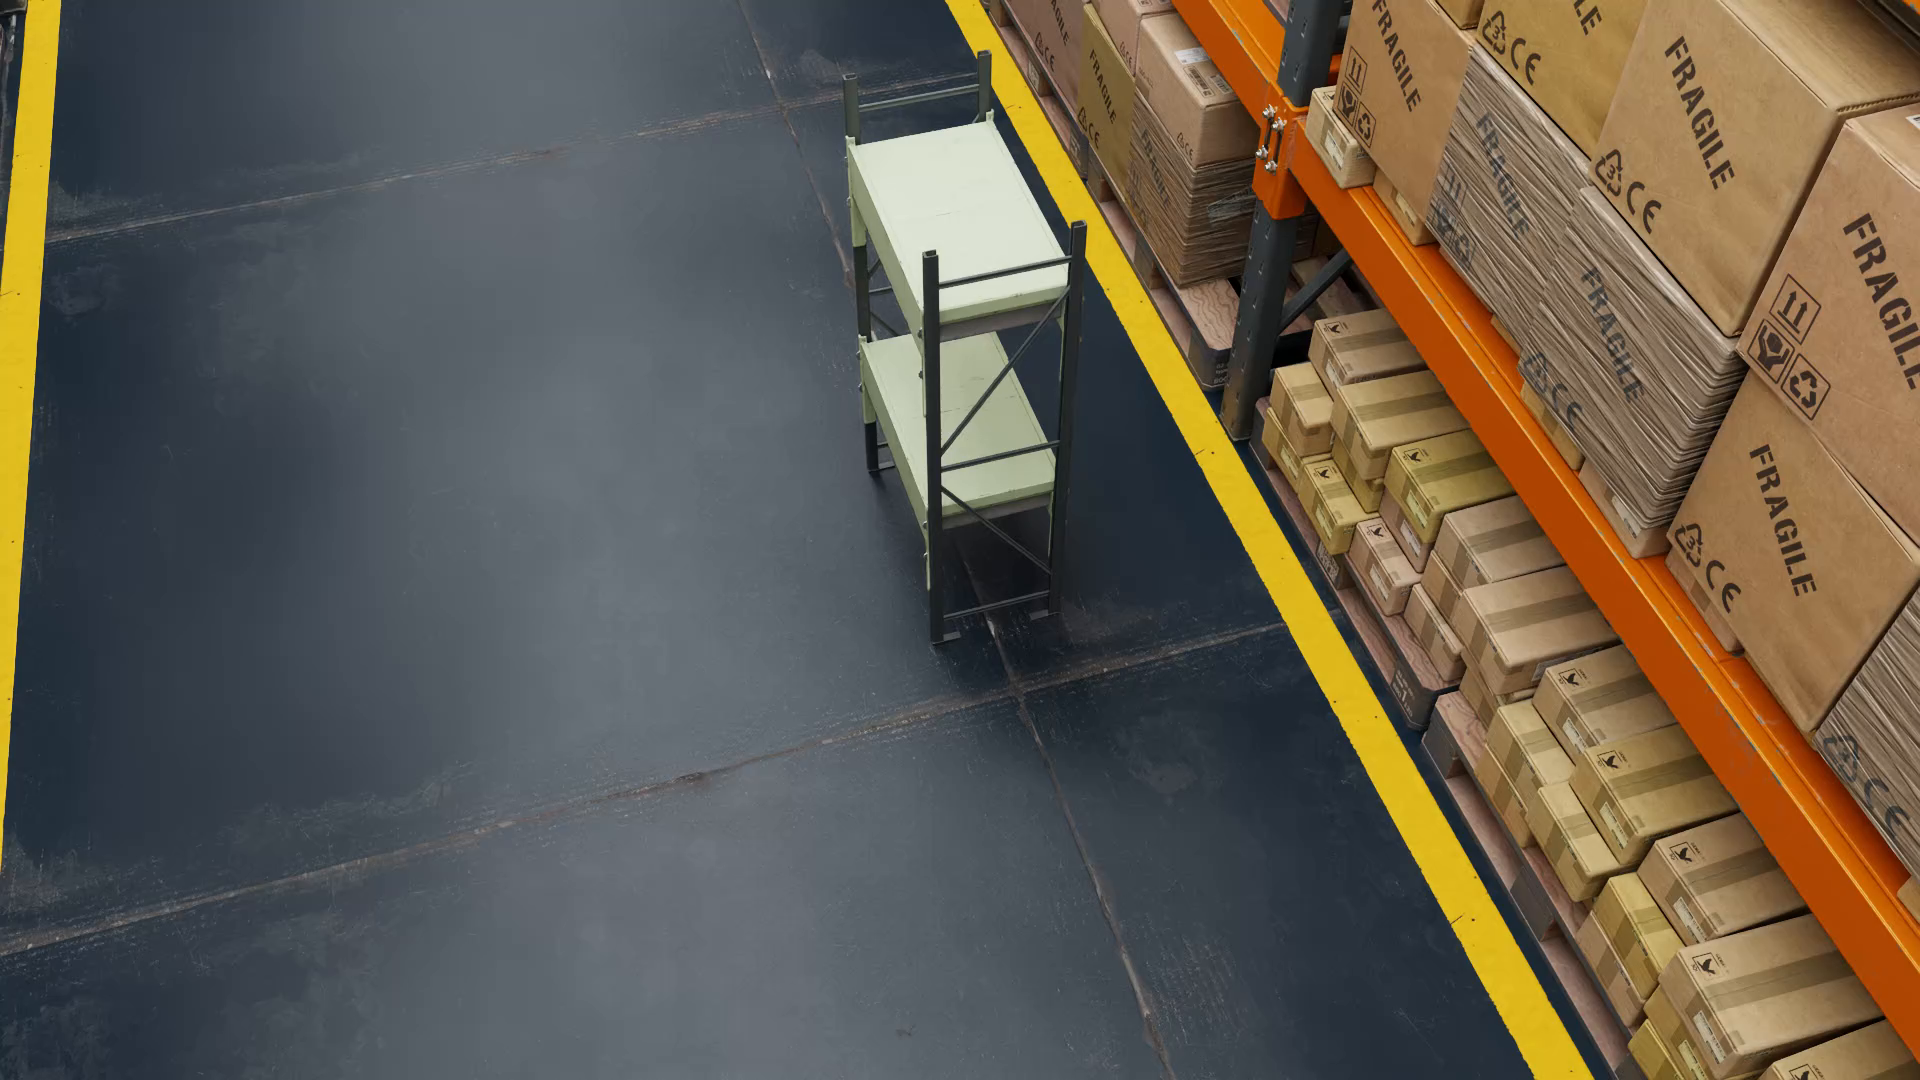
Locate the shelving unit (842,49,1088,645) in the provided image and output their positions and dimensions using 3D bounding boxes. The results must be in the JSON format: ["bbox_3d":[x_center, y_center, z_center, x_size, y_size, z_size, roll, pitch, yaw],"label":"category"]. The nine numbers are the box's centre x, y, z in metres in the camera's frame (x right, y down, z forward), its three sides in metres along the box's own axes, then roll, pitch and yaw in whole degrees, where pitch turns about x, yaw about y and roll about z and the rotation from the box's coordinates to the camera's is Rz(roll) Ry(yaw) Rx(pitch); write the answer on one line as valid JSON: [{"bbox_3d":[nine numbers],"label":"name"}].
[{"bbox_3d":[-0.002,-0.488,4.681,0.431,1.500,0.755,-13,51,-11],"label":"shelving unit"}]

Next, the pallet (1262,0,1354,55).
[{"bbox_3d":[1.279,-1.973,5.077,1.003,0.211,1.213,-13,51,-11],"label":"pallet"}]

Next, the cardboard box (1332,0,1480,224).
[{"bbox_3d":[1.271,-1.153,4.000,0.500,0.500,0.500,-14,51,-12],"label":"cardboard box"}]

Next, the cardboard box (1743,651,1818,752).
[{"bbox_3d":[1.791,0.234,3.255,0.380,0.149,0.250,-13,51,-10],"label":"cardboard box"}]

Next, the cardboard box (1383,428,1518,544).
[{"bbox_3d":[1.416,-0.165,4.628,0.380,0.149,0.250,-14,51,-11],"label":"cardboard box"}]

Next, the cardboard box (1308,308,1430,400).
[{"bbox_3d":[1.270,-0.553,4.956,0.380,0.149,0.250,-11,51,-9],"label":"cardboard box"}]

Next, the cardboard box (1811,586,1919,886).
[{"bbox_3d":[1.863,0.334,2.746,0.500,0.500,0.500,-13,51,-11],"label":"cardboard box"}]

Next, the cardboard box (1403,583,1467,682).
[{"bbox_3d":[1.491,0.217,4.695,0.380,0.149,0.250,-14,51,-12],"label":"cardboard box"}]

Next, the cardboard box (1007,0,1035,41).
[{"bbox_3d":[0.457,-2.380,6.655,0.500,0.500,0.500,-14,51,-12],"label":"cardboard box"}]

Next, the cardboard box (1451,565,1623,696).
[{"bbox_3d":[1.513,0.224,4.300,0.380,0.149,0.250,-12,51,-10],"label":"cardboard box"}]

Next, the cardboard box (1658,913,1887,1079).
[{"bbox_3d":[1.784,0.996,3.649,0.380,0.149,0.250,-12,51,-10],"label":"cardboard box"}]

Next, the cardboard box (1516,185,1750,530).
[{"bbox_3d":[1.539,-0.417,3.380,0.500,0.500,0.500,-14,51,-12],"label":"cardboard box"}]

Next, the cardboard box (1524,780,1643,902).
[{"bbox_3d":[1.633,0.704,4.090,0.380,0.149,0.250,-13,51,-11],"label":"cardboard box"}]

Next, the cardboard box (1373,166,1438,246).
[{"bbox_3d":[1.284,-0.910,4.220,0.380,0.149,0.250,-12,51,-10],"label":"cardboard box"}]

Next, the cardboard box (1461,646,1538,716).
[{"bbox_3d":[1.570,0.319,4.414,0.380,0.149,0.250,-11,51,-9],"label":"cardboard box"}]

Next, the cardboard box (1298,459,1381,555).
[{"bbox_3d":[1.245,-0.127,4.985,0.380,0.149,0.250,-12,51,-10],"label":"cardboard box"}]

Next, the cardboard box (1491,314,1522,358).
[{"bbox_3d":[1.488,-0.527,3.897,0.380,0.149,0.250,-15,52,-13],"label":"cardboard box"}]

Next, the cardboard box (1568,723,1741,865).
[{"bbox_3d":[1.707,0.594,3.988,0.380,0.149,0.250,-13,51,-11],"label":"cardboard box"}]

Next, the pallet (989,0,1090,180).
[{"bbox_3d":[0.770,-2.006,6.803,1.003,0.211,1.213,-13,51,-11],"label":"pallet"}]

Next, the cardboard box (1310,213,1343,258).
[{"bbox_3d":[1.401,-1.373,5.806,0.500,0.500,0.500,-12,51,-10],"label":"cardboard box"}]

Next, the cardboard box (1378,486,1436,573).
[{"bbox_3d":[1.434,-0.085,4.755,0.380,0.149,0.250,-14,51,-11],"label":"cardboard box"}]

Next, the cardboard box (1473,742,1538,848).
[{"bbox_3d":[1.589,0.617,4.358,0.380,0.149,0.250,-15,51,-12],"label":"cardboard box"}]

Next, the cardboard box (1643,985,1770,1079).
[{"bbox_3d":[1.799,1.090,3.765,0.380,0.149,0.250,-13,51,-10],"label":"cardboard box"}]

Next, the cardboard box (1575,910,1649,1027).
[{"bbox_3d":[1.743,0.993,4.041,0.380,0.149,0.250,-12,51,-10],"label":"cardboard box"}]

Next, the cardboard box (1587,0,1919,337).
[{"bbox_3d":[1.554,-0.759,3.014,0.500,0.500,0.500,-13,51,-10],"label":"cardboard box"}]

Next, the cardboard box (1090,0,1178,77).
[{"bbox_3d":[0.765,-1.880,5.743,0.500,0.250,0.500,-11,51,-9],"label":"cardboard box"}]

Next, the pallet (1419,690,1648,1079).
[{"bbox_3d":[1.963,0.830,4.412,1.003,0.211,1.213,-13,51,-11],"label":"pallet"}]

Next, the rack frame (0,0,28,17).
[{"bbox_3d":[-4.516,-3.172,5.962,1.000,3.000,0.127,-13,51,-11],"label":"rack frame"}]

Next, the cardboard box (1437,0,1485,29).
[{"bbox_3d":[1.266,-1.509,3.647,0.500,0.500,0.500,-12,51,-10],"label":"cardboard box"}]

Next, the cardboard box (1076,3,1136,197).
[{"bbox_3d":[0.755,-1.632,6.024,0.500,0.500,0.500,-14,51,-12],"label":"cardboard box"}]

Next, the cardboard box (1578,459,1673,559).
[{"bbox_3d":[1.573,-0.131,3.563,0.380,0.149,0.250,-11,51,-9],"label":"cardboard box"}]

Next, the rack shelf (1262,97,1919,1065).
[{"bbox_3d":[1.957,0.249,3.549,1.077,0.370,4.000,-13,51,-11],"label":"rack shelf"}]

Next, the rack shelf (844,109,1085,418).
[{"bbox_3d":[-0.002,-0.740,4.382,0.431,0.370,0.720,-13,51,-11],"label":"rack shelf"}]

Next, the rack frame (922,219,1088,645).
[{"bbox_3d":[0.106,-0.221,4.455,0.400,1.500,0.023,-13,51,-11],"label":"rack frame"}]

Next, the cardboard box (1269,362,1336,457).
[{"bbox_3d":[1.167,-0.419,5.037,0.380,0.149,0.250,-11,51,-9],"label":"cardboard box"}]
